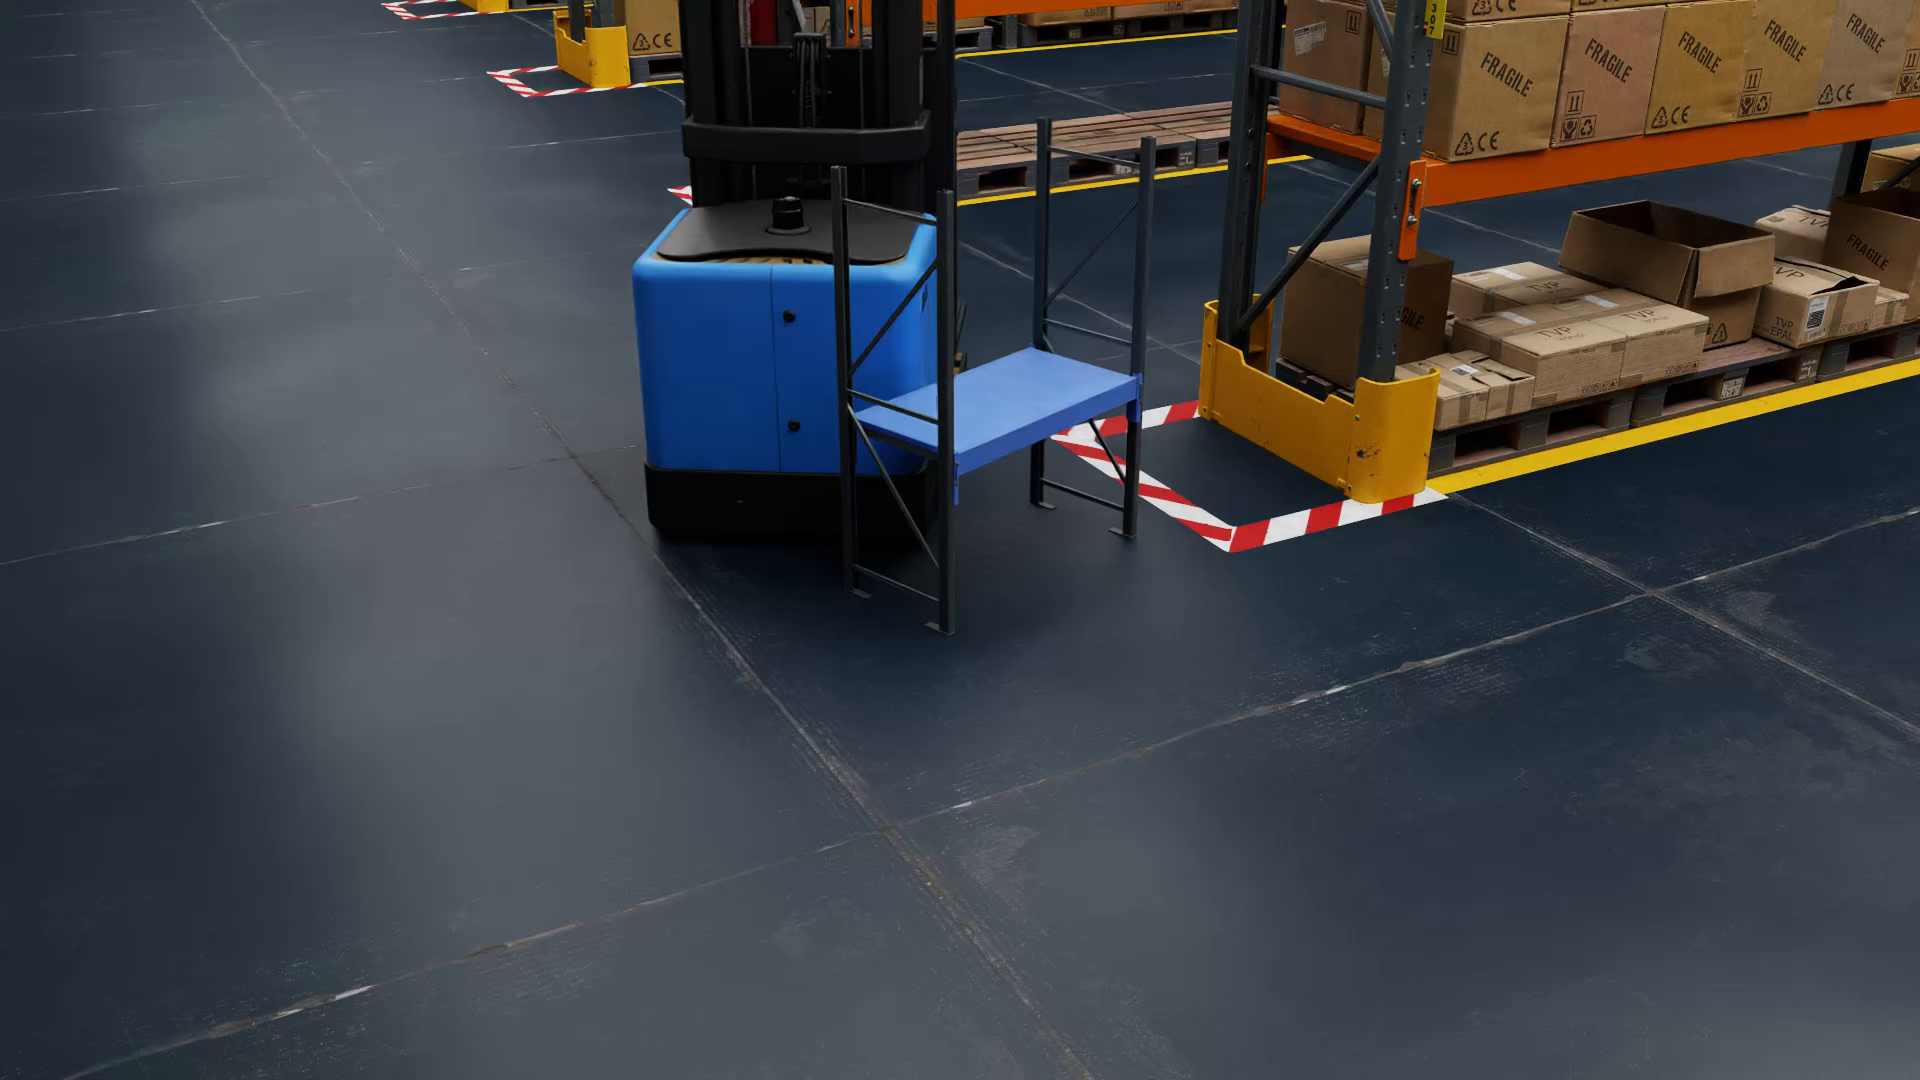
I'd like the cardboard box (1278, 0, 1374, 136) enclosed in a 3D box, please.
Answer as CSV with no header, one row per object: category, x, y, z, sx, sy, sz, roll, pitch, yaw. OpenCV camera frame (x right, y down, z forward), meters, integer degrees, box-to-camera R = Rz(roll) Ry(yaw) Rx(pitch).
cardboard box,1.666,-1.967,6.765,0.500,0.500,0.500,-12,28,-24

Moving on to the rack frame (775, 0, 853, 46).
rack frame,-0.929,-3.619,10.322,0.127,3.000,1.000,-13,29,-25

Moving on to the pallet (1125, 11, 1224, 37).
pallet,1.993,-5.504,17.470,1.213,0.211,1.003,-13,29,-25

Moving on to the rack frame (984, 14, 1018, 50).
rack frame,0.270,-6.325,15.958,0.127,3.000,1.000,-13,29,-25

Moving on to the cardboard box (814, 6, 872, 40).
cardboard box,-1.144,-5.269,15.729,0.875,0.875,0.875,-13,29,-25

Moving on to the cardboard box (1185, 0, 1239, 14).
cardboard box,2.391,-6.060,17.376,0.875,0.875,1.225,-13,29,-25

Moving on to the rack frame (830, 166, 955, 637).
rack frame,-0.213,-0.428,5.408,0.500,1.500,0.032,21,33,37

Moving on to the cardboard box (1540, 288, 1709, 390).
cardboard box,2.895,-0.891,7.309,0.500,0.250,0.500,-13,29,-25

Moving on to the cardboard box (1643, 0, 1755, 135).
cardboard box,2.811,-1.969,6.770,0.500,0.500,0.500,-13,29,-25

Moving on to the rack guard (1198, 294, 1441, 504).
rack guard,1.466,-0.615,6.953,0.348,0.500,1.175,-13,29,-25

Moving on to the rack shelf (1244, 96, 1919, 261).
rack shelf,3.164,-1.809,7.384,4.000,0.370,1.077,-13,29,-25

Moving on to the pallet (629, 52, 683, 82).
pallet,-2.591,-4.446,15.266,1.213,0.211,1.003,-13,29,-25

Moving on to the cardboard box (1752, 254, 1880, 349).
cardboard box,3.897,-1.150,7.778,0.500,0.311,0.500,-13,29,-25

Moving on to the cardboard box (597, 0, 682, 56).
cardboard box,-2.732,-4.903,14.965,0.875,0.875,0.875,-13,29,-25

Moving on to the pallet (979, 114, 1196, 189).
pallet,0.892,-2.762,11.758,1.213,0.211,1.003,-13,29,-25

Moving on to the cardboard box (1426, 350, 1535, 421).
cardboard box,2.151,-0.652,6.908,0.250,0.166,0.380,-13,29,-25

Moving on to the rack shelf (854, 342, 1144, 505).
rack shelf,0.128,-0.429,5.825,0.538,0.185,1.000,21,33,37

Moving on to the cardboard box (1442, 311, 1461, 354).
cardboard box,2.162,-0.900,7.425,0.250,0.166,0.380,-13,29,-25

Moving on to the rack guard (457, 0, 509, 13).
rack guard,-5.437,-6.314,18.823,0.348,0.500,1.175,-13,29,-25

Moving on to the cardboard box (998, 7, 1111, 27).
cardboard box,0.825,-5.695,16.615,0.875,0.875,1.225,-13,29,-25

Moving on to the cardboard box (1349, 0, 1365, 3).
cardboard box,1.662,-2.418,6.549,0.500,0.500,0.500,-13,29,-26

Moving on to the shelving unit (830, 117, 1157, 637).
shelving unit,0.128,-0.591,5.747,0.538,1.500,1.048,21,33,37

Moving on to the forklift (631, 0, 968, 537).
forklift,-0.544,-1.935,6.893,1.130,2.935,3.031,2,26,4

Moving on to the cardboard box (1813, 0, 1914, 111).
cardboard box,3.702,-2.175,7.199,0.500,0.500,0.500,-12,28,-24

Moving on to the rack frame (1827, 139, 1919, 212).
rack frame,4.928,-2.541,8.077,0.127,3.000,1.000,-13,29,-25

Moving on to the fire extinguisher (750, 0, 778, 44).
fire extinguisher,-1.276,-3.559,10.717,0.183,0.674,0.296,-13,29,-25

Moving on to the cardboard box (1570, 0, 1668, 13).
cardboard box,2.372,-2.321,6.348,0.500,0.500,0.500,-13,28,-25

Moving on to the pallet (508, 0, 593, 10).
pallet,-4.704,-6.336,19.202,1.213,0.211,1.003,-13,29,-25

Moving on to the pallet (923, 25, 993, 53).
pallet,-0.438,-4.943,16.301,1.213,0.211,1.003,-13,29,-25

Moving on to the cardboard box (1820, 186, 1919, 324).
cardboard box,4.559,-1.388,8.055,0.500,0.500,0.500,-13,29,-25

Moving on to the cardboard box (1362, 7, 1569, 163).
cardboard box,1.915,-1.761,6.337,0.500,0.500,0.500,-12,28,-24

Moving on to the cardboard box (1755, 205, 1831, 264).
cardboard box,4.456,-1.524,8.557,0.500,0.311,0.500,-13,29,-25

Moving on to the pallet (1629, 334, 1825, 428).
pallet,3.244,-0.894,7.869,1.213,0.211,1.003,-13,29,-25
